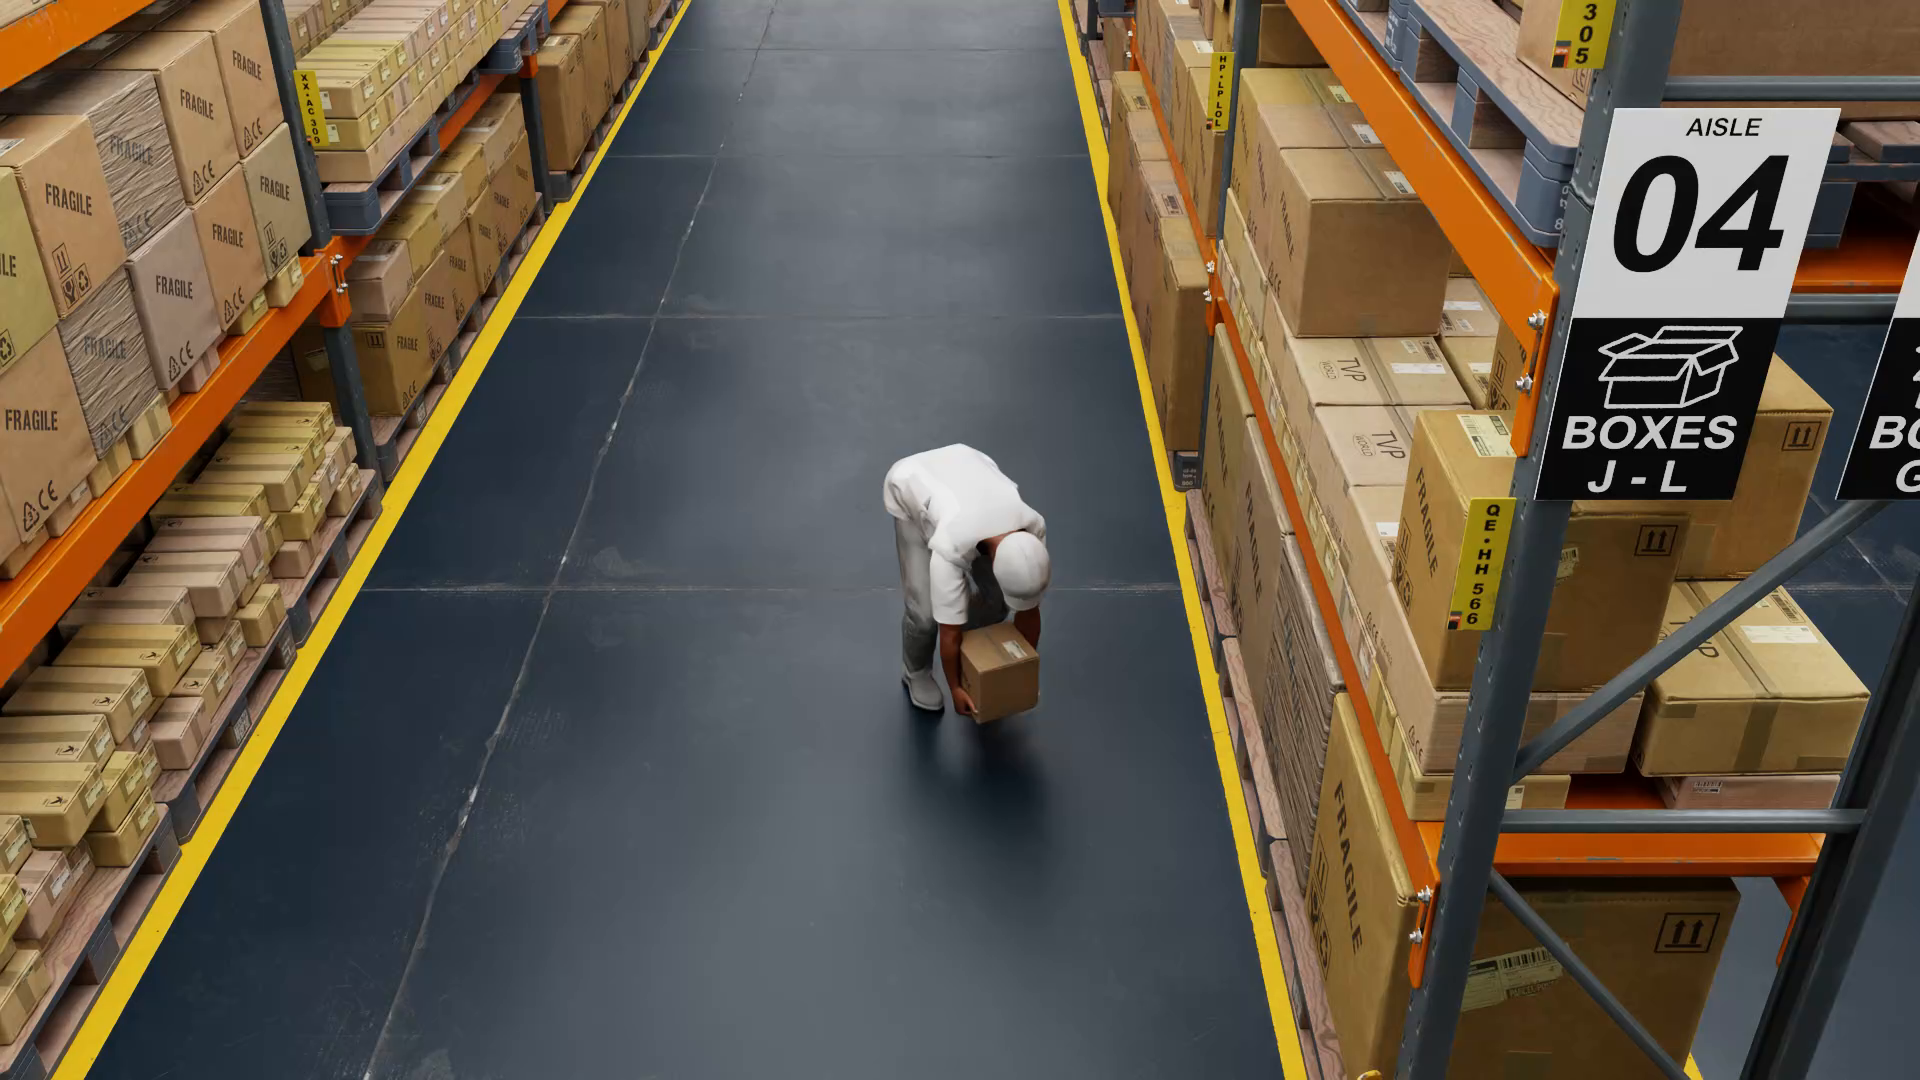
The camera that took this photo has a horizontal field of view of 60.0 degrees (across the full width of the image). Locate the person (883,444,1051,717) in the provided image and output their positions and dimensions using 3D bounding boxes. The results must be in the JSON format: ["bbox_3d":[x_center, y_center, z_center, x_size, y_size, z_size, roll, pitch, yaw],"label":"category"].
[{"bbox_3d":[0.061,0.237,6.382,0.480,1.075,0.982,-15,34,-23],"label":"person"}]
